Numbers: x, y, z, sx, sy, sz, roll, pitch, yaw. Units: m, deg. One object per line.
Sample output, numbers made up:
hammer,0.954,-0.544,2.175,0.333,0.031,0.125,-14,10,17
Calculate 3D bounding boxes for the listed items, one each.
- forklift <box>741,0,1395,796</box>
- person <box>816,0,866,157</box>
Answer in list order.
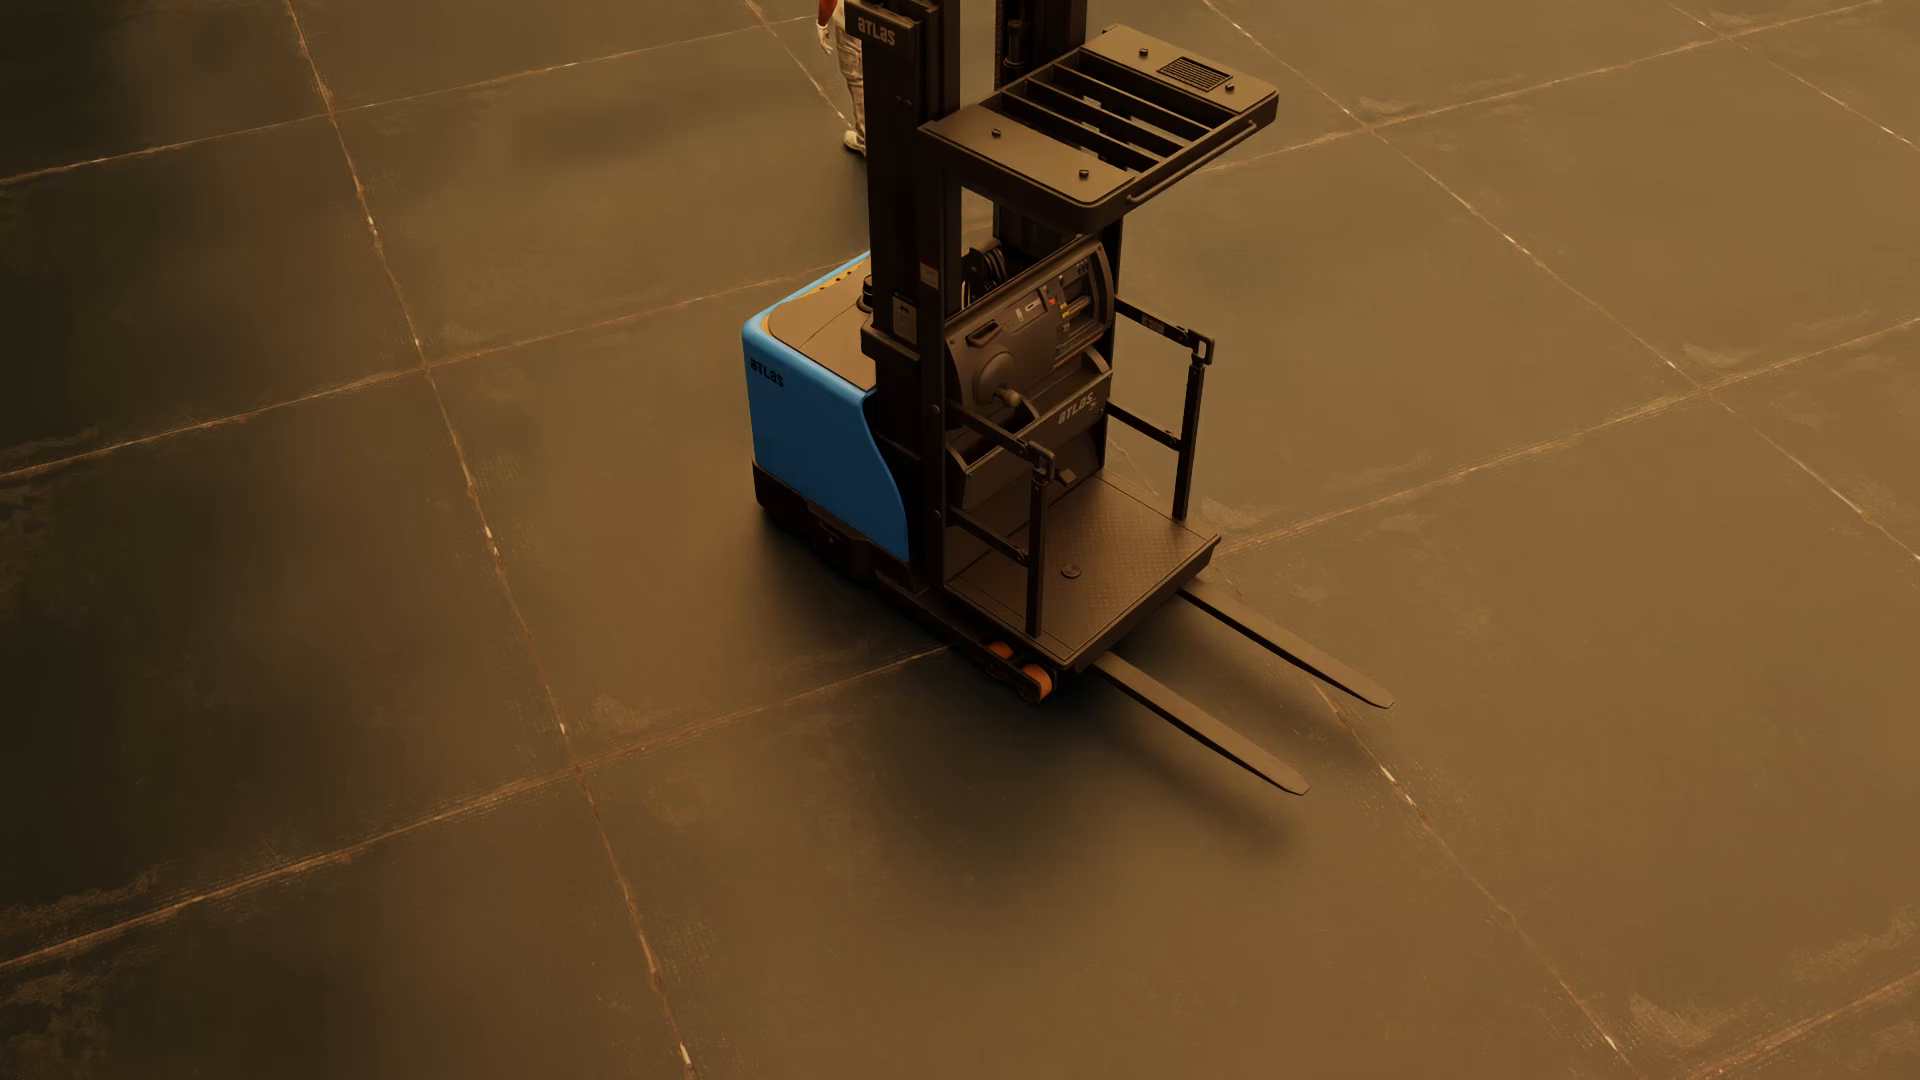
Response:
forklift,0.445,-0.788,6.525,3.031,2.935,1.130,32,52,30
person,-0.577,-3.117,9.851,0.655,1.783,0.574,-22,47,-22
